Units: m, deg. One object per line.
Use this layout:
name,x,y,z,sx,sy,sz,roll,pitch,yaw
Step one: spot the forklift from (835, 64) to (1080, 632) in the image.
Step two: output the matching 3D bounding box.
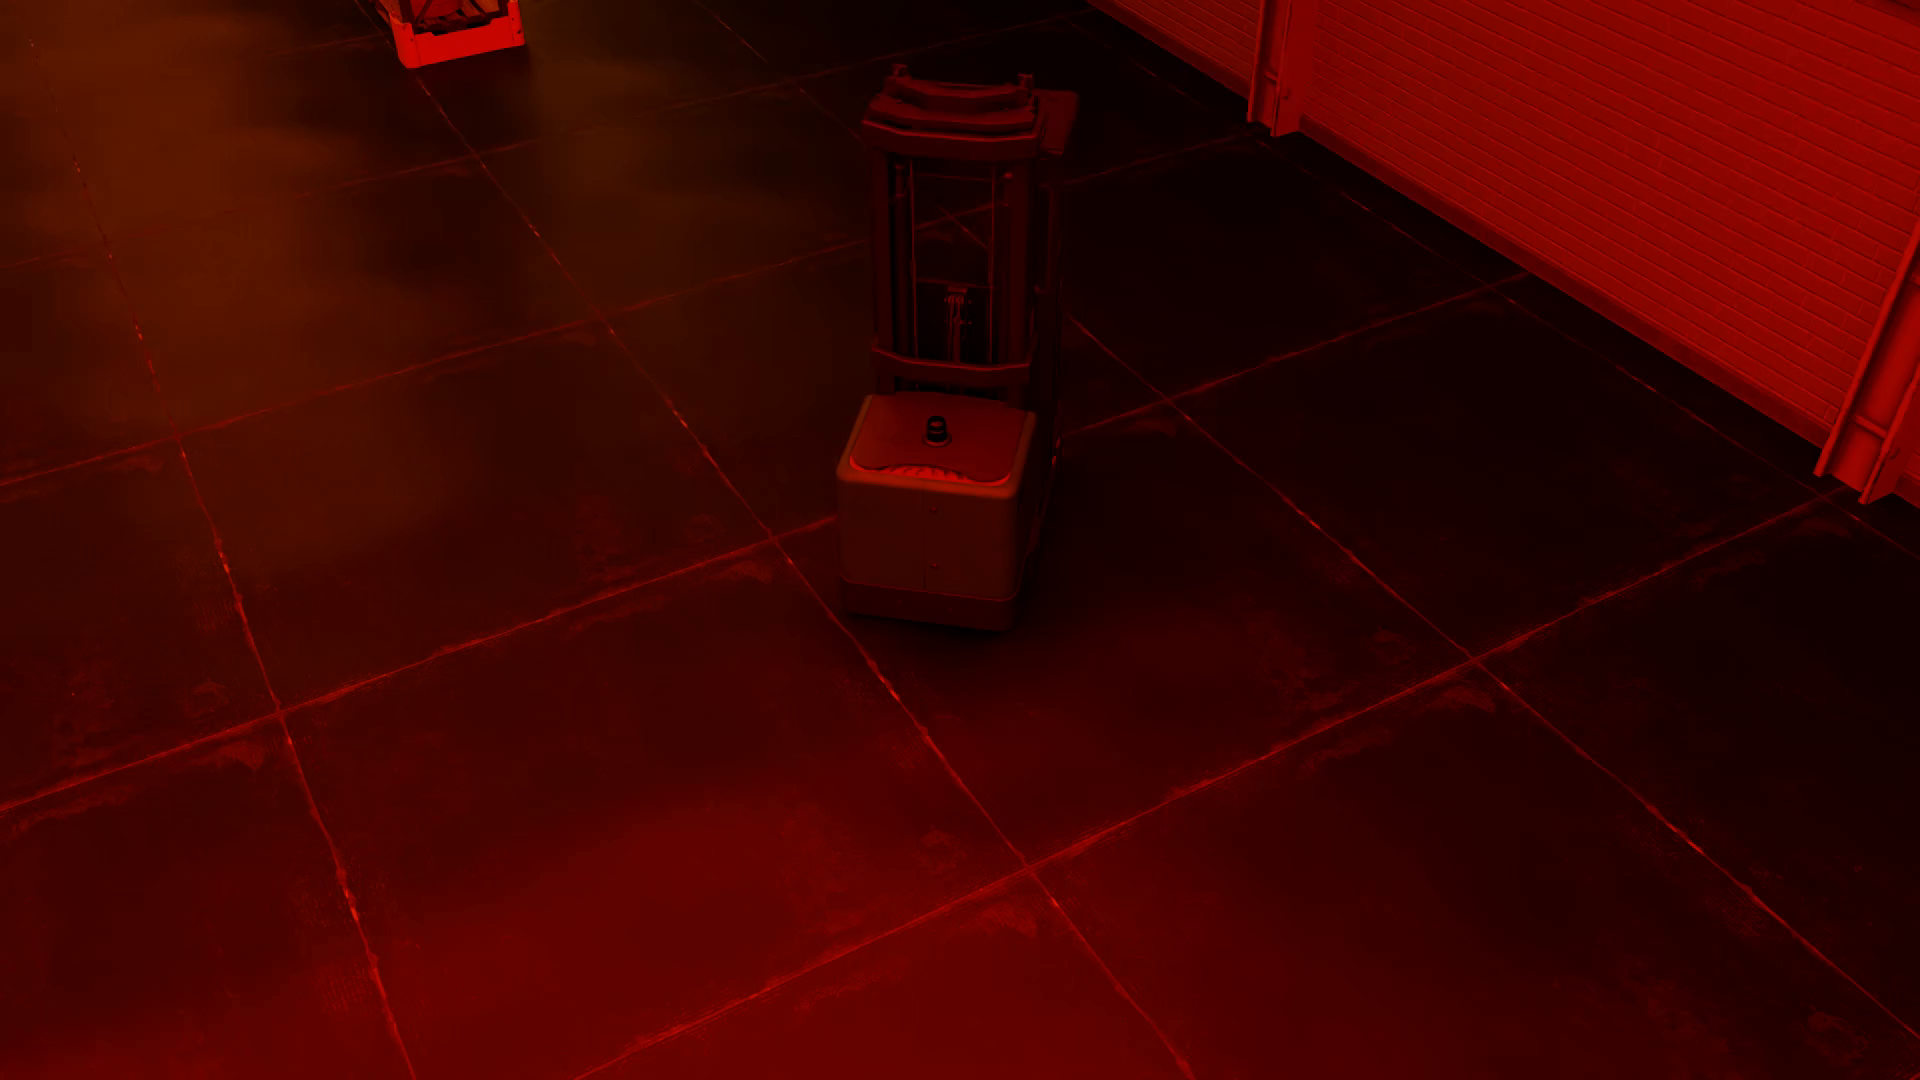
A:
forklift,0.073,-1.545,9.898,1.130,2.935,3.031,7,40,8
